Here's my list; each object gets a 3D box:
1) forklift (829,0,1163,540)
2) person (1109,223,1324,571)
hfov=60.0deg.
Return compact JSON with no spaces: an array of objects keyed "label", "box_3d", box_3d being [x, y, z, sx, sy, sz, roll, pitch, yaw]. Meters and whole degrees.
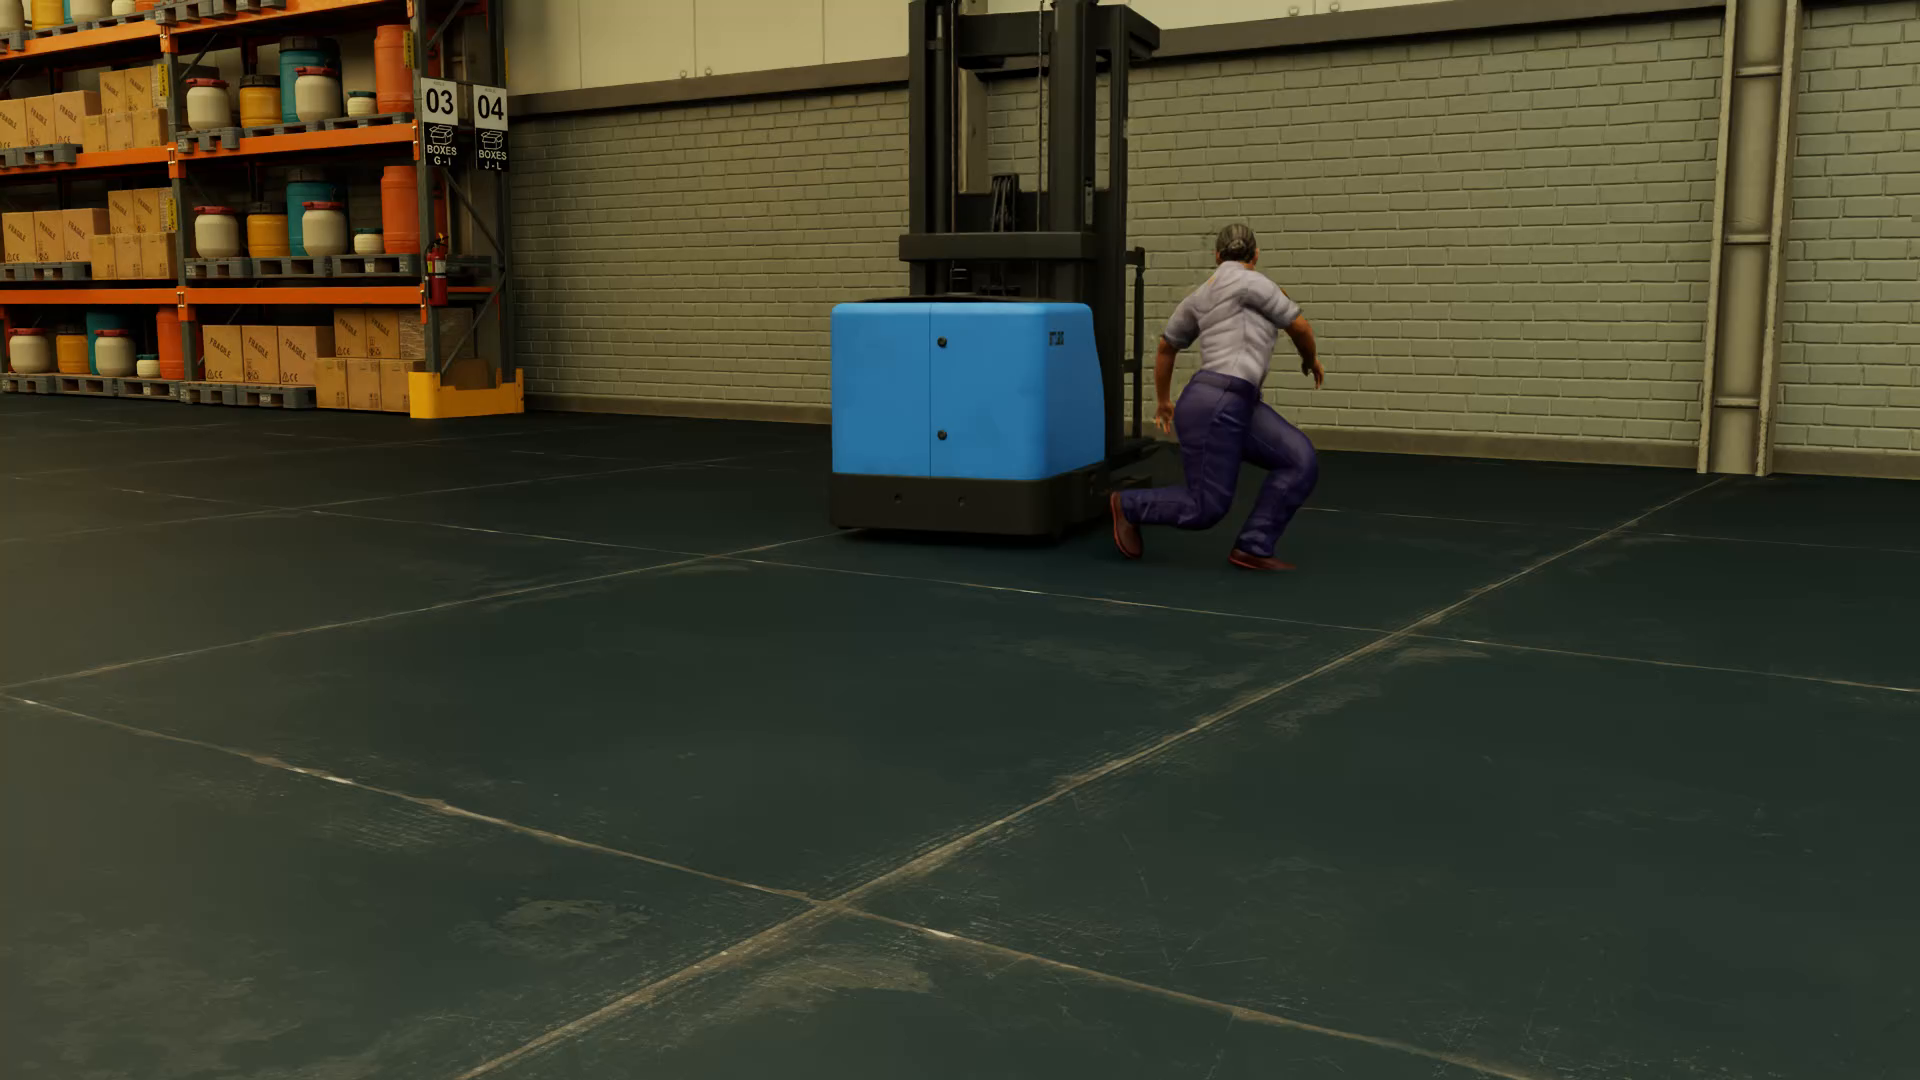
[{"label":"forklift","box_3d":[0.385,-1.621,8.590,1.130,2.935,3.031,3,9,20]},{"label":"person","box_3d":[1.040,-0.570,6.799,0.862,1.431,0.601,2,8,14]}]
